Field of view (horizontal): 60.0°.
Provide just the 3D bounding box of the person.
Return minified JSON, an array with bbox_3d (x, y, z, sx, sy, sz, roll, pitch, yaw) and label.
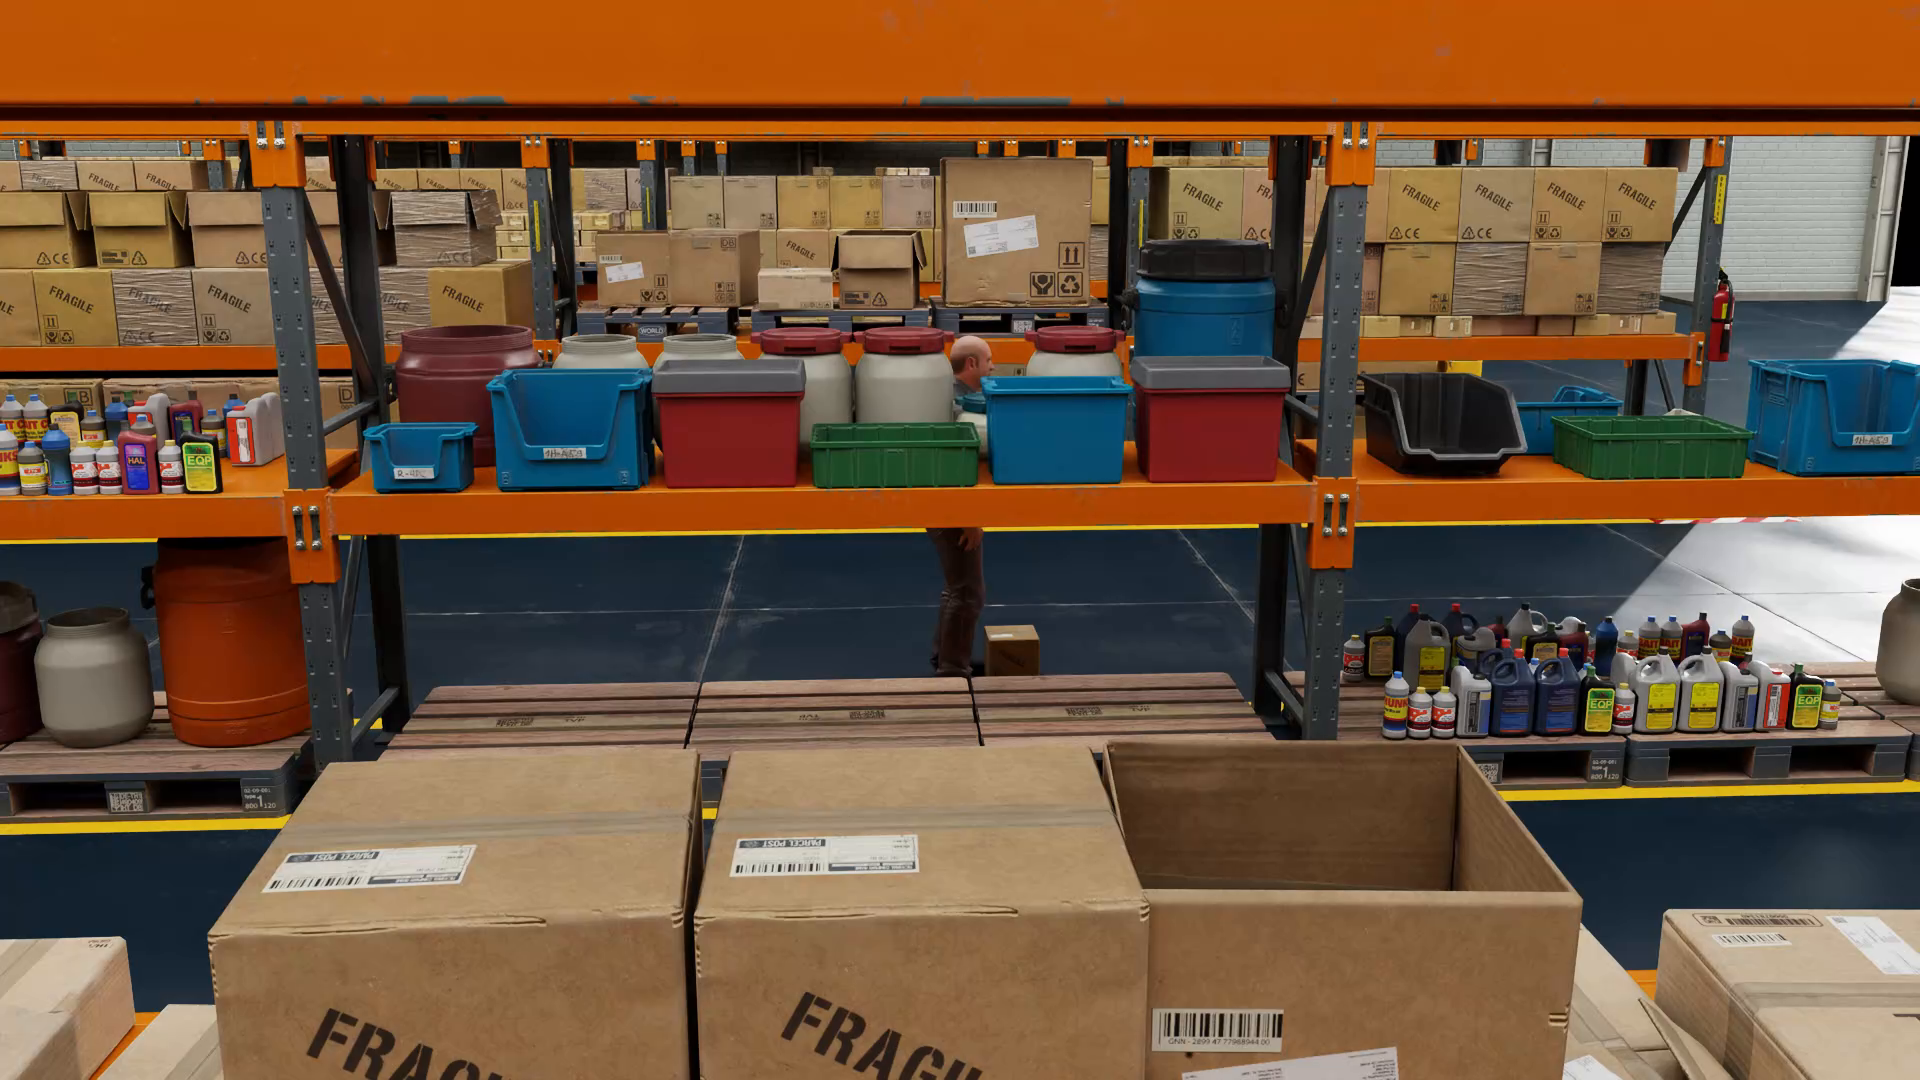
[{"bbox_3d":[-0.029,-0.129,8.086,0.421,1.720,0.586,-2,14,-7],"label":"person"}]
